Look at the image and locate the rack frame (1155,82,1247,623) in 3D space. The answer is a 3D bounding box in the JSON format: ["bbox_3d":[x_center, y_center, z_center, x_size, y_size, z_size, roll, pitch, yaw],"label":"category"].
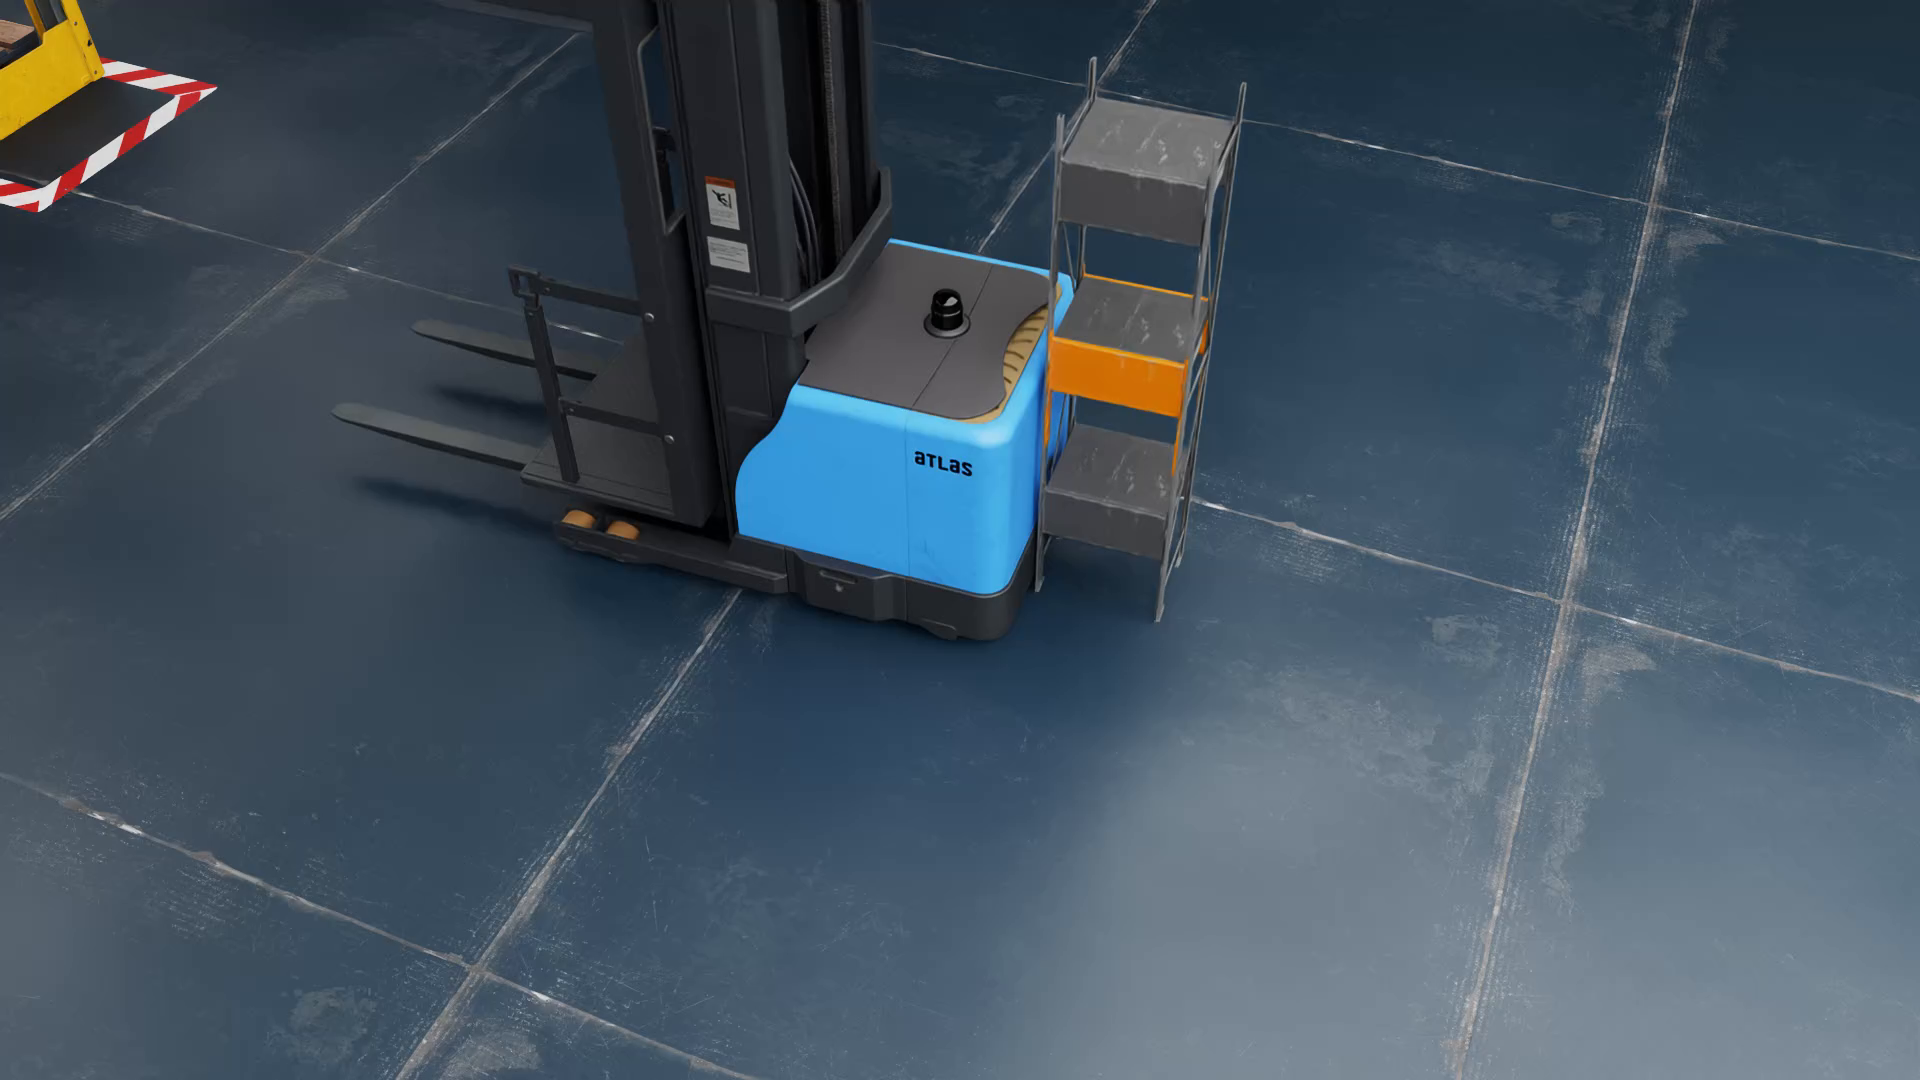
[{"bbox_3d":[0.827,-0.557,5.821,0.015,2.100,0.400,14,46,13],"label":"rack frame"}]

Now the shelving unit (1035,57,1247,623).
[{"bbox_3d":[0.597,-0.614,5.878,0.503,2.100,0.431,14,46,13],"label":"shelving unit"}]

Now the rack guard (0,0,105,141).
[{"bbox_3d":[-5.197,-2.499,8.907,0.348,0.500,1.175,16,47,16],"label":"rack guard"}]

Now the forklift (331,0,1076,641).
[{"bbox_3d":[-1.101,-1.287,5.966,3.031,2.935,1.130,14,46,13],"label":"forklift"}]

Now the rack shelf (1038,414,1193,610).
[{"bbox_3d":[0.597,-0.108,6.381,0.480,0.518,0.431,14,46,13],"label":"rack shelf"}]

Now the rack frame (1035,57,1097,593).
[{"bbox_3d":[0.366,-0.670,5.935,0.015,2.100,0.400,14,46,13],"label":"rack frame"}]

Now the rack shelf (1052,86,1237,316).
[{"bbox_3d":[0.597,-1.100,5.394,0.480,0.518,0.431,14,46,13],"label":"rack shelf"}]

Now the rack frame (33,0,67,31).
[{"bbox_3d":[-5.127,-3.364,8.004,0.127,3.000,1.000,16,47,16],"label":"rack frame"}]

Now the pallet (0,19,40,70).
[{"bbox_3d":[-5.933,-2.640,9.254,1.213,0.211,1.003,16,47,16],"label":"pallet"}]

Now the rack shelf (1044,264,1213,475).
[{"bbox_3d":[0.597,-0.604,5.888,0.480,0.518,0.431,14,46,13],"label":"rack shelf"}]
